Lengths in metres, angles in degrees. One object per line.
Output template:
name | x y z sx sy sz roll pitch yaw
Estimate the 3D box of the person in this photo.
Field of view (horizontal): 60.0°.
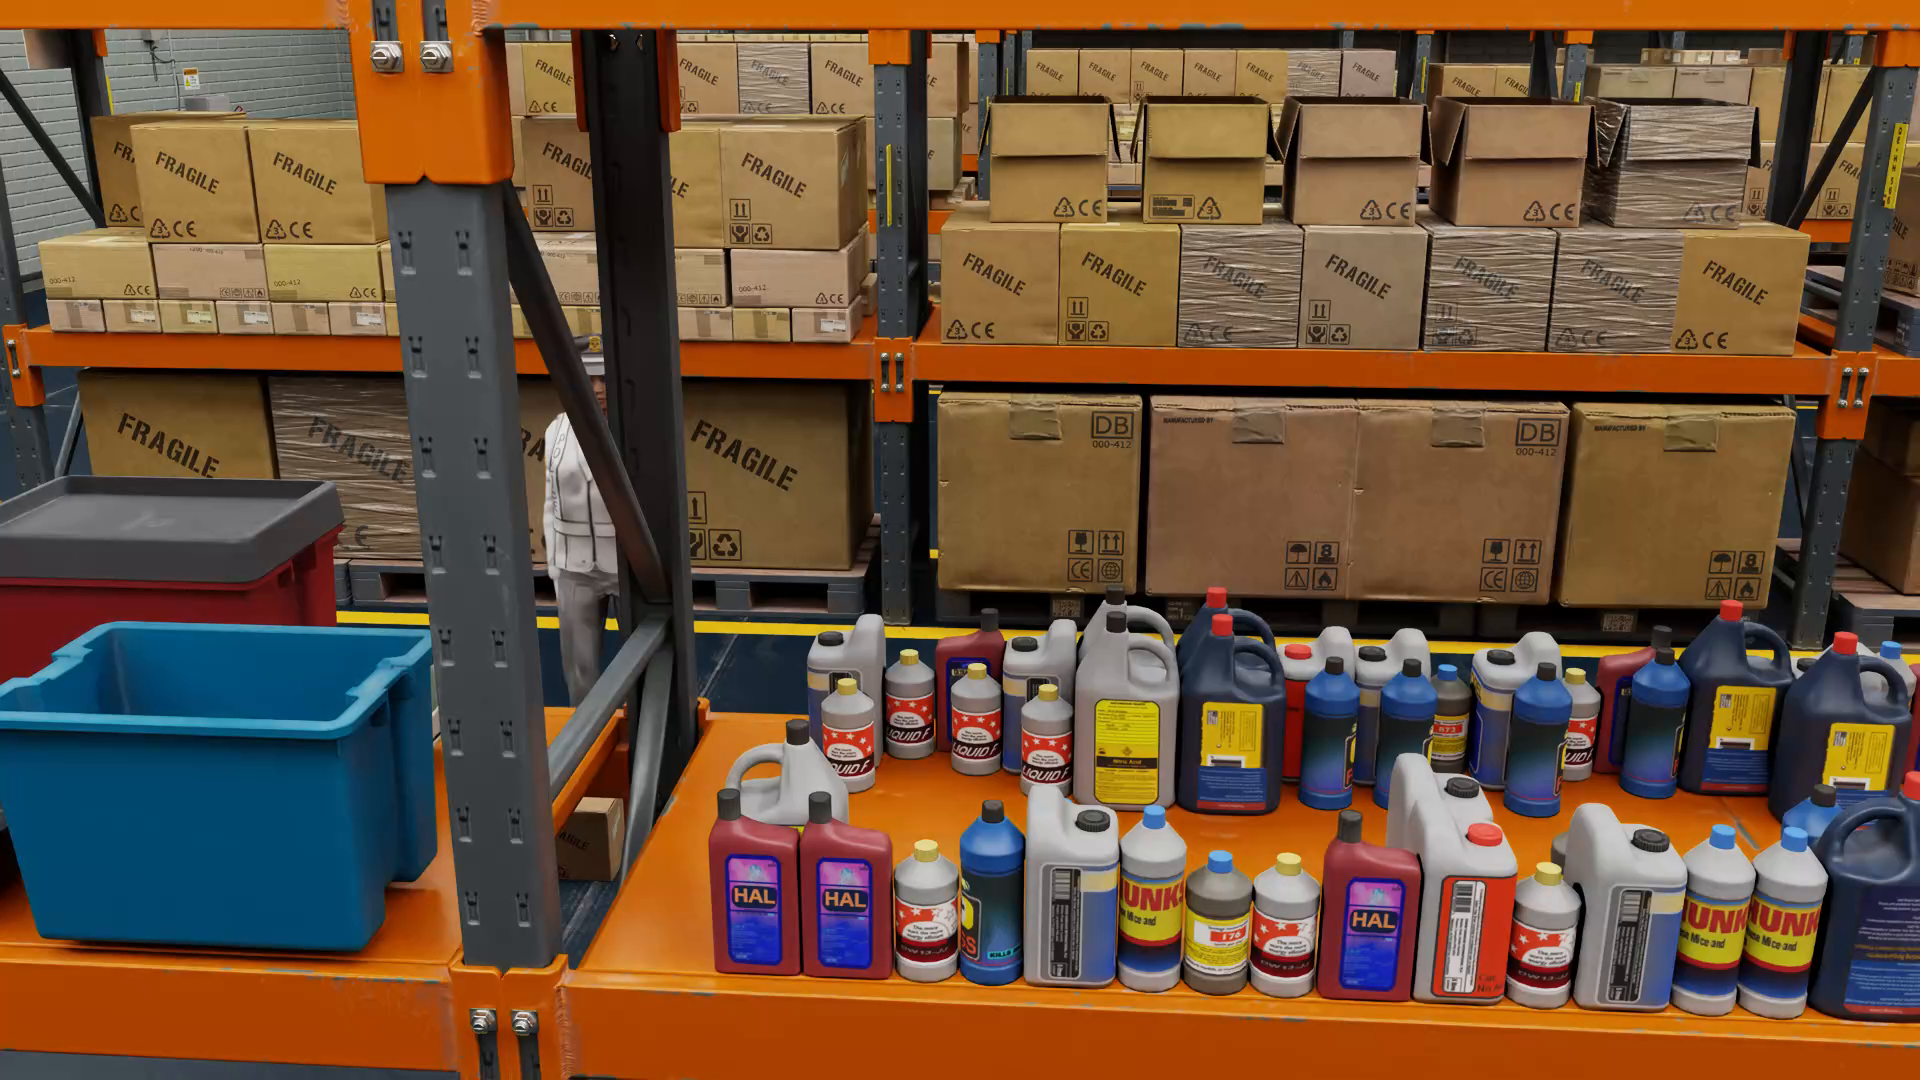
person | -1.180 0.141 5.666 0.470 1.728 0.361 2 18 5
